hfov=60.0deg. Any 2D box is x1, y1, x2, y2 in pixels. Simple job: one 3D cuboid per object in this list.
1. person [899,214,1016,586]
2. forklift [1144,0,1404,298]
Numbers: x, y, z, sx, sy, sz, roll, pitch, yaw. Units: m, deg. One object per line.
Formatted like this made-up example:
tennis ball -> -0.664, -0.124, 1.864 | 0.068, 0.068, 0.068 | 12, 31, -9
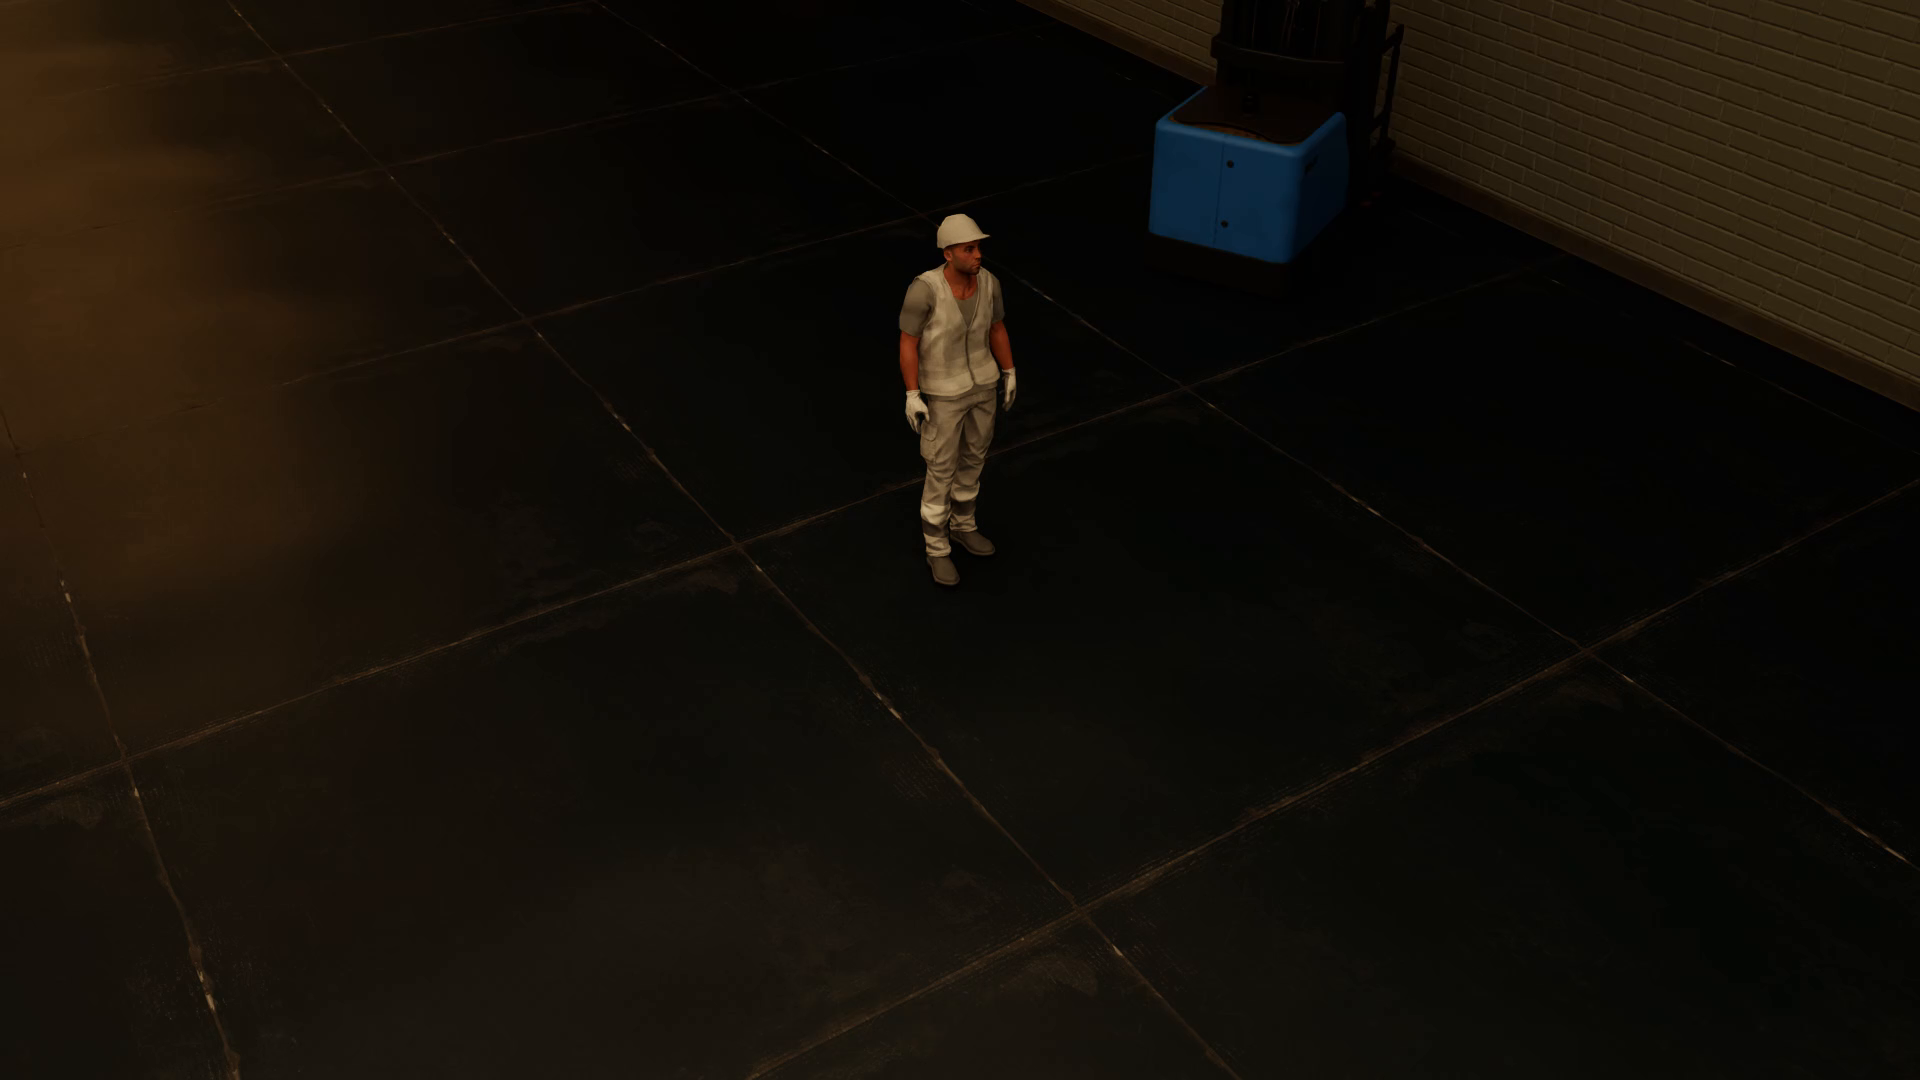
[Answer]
person -> 0.035, -0.695, 8.119 | 0.638, 1.789, 0.562 | -21, 40, -27
forklift -> 2.431, -3.591, 11.259 | 1.130, 2.935, 3.031 | 19, 39, 25
